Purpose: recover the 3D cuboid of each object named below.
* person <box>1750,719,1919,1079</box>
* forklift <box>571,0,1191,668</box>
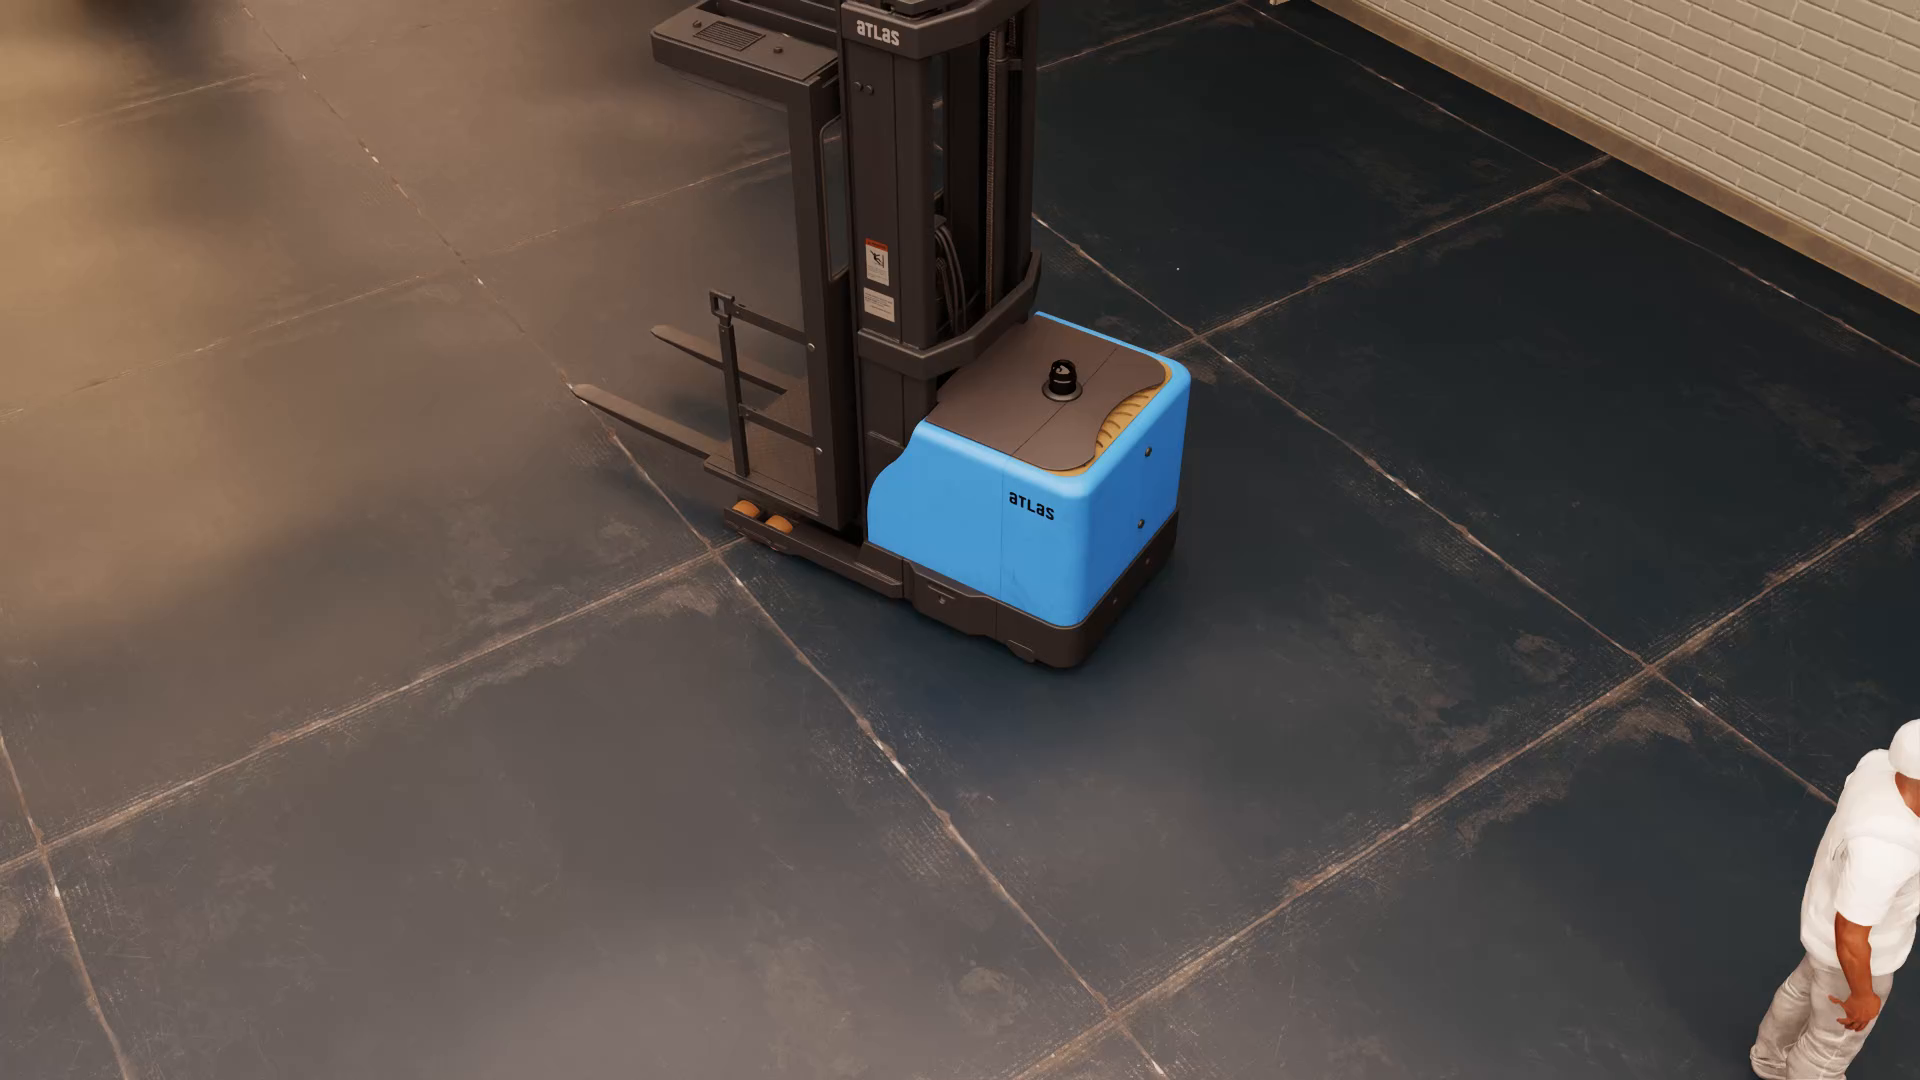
[{"bbox_3d":[2.896,1.240,5.219,0.576,1.767,0.666,19,46,19],"label":"person"},{"bbox_3d":[-0.511,-1.302,7.129,3.031,2.935,1.130,24,48,24],"label":"forklift"}]
